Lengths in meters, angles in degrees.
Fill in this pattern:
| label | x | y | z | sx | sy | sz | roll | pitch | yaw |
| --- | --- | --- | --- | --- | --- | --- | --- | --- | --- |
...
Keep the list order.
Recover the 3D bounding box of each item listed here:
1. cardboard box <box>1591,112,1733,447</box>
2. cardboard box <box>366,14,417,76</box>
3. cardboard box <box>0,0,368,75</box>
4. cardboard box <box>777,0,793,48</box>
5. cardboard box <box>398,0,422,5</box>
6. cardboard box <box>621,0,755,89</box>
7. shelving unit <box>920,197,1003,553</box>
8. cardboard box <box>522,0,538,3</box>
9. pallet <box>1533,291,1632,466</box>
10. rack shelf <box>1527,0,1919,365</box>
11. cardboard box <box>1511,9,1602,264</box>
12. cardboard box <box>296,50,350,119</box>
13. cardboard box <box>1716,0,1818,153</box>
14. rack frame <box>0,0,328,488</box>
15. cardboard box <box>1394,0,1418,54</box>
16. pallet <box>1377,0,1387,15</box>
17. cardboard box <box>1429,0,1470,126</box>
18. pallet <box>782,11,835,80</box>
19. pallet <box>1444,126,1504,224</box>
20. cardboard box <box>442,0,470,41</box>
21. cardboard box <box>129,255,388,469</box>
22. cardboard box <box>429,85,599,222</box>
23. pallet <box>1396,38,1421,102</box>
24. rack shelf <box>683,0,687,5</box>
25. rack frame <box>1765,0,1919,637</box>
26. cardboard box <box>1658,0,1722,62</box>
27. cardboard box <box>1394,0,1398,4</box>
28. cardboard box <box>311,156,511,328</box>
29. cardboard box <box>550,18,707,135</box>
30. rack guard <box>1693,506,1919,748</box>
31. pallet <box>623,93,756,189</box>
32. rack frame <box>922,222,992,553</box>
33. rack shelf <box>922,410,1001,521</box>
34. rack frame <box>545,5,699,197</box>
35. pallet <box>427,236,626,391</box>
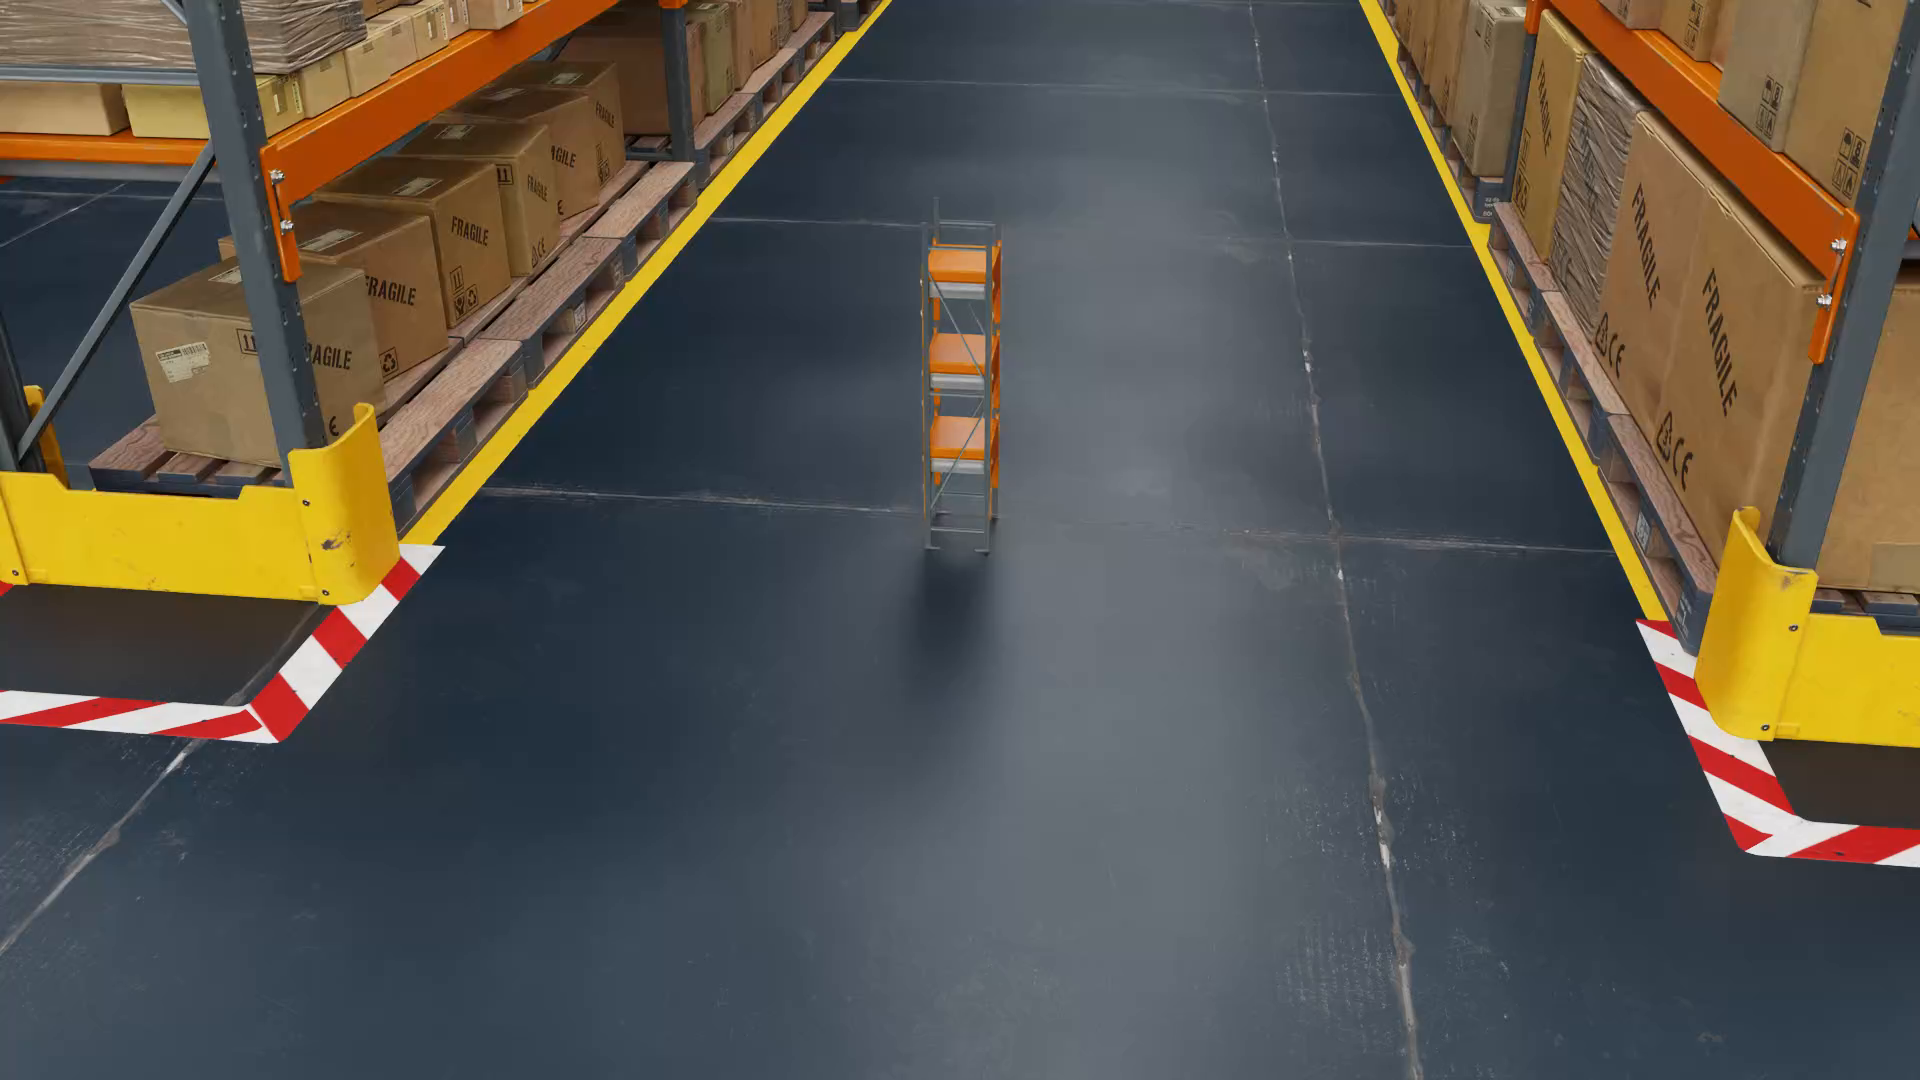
| label | x | y | z | sx | sy | sz | roll | pitch | yaw |
| --- | --- | --- | --- | --- | --- | --- | --- | --- | --- |
| cardboard box | 2.700 | -0.855 | 5.472 | 0.875 | 0.875 | 0.875 | 3 | 28 | 5 |
| cardboard box | -1.957 | -1.566 | 5.259 | 0.380 | 0.149 | 0.250 | 3 | 28 | 6 |
| cardboard box | -2.239 | -1.636 | 4.706 | 0.875 | 0.500 | 0.500 | 3 | 28 | 6 |
| cardboard box | -1.471 | -3.485 | 10.727 | 0.700 | 0.500 | 0.500 | 1 | 28 | 2 |
| cardboard box | -2.193 | -2.112 | 5.588 | 0.875 | 0.500 | 0.500 | 3 | 28 | 6 |
| cardboard box | -1.602 | -2.955 | 9.744 | 0.700 | 0.500 | 0.500 | 1 | 28 | 2 |
| shelving unit | 0.007 | -0.487 | 5.048 | 0.215 | 1.050 | 0.252 | 3 | 28 | 6 |
| cardboard box | -1.776 | -2.153 | 6.348 | 0.380 | 0.149 | 0.250 | 3 | 28 | 6 |
| pallet | 2.749 | -0.594 | 6.131 | 1.003 | 0.211 | 1.213 | 3 | 28 | 6 |
| rack shelf | 2.822 | -1.493 | 5.617 | 1.077 | 0.370 | 4.000 | 3 | 28 | 6 |
| cardboard box | 2.920 | -1.709 | 7.056 | 0.875 | 0.875 | 0.875 | 4 | 29 | 7 |
| cardboard box | -2.012 | -1.330 | 4.822 | 0.380 | 0.149 | 0.250 | 3 | 28 | 6 |
| cardboard box | 2.623 | -1.372 | 4.476 | 0.875 | 0.550 | 0.550 | 3 | 28 | 6 |
| rack frame | -2.334 | -1.204 | 4.322 | 1.000 | 3.000 | 0.127 | 3 | 28 | 6 |
| cardboard box | 3.393 | -3.547 | 10.601 | 1.050 | 0.750 | 0.750 | 3 | 28 | 6 |
| pallet | 3.806 | -4.347 | 13.096 | 1.003 | 0.211 | 1.213 | 3 | 28 | 6 |
| cardboard box | 3.176 | -2.697 | 9.023 | 1.050 | 0.750 | 0.750 | 3 | 28 | 6 |
| pallet | -1.451 | -3.374 | 11.291 | 1.003 | 0.211 | 1.213 | 3 | 28 | 6 |
| pallet | 3.087 | -1.891 | 8.538 | 1.003 | 0.211 | 1.213 | 3 | 28 | 6 |
| cardboard box | -1.915 | -1.803 | 5.698 | 0.380 | 0.149 | 0.250 | 3 | 28 | 6 |
| cardboard box | -2.240 | -0.582 | 5.360 | 0.500 | 0.500 | 0.500 | 9 | 30 | 16 |
| cardboard box | -1.995 | -1.715 | 7.464 | 0.500 | 0.500 | 0.500 | 13 | 31 | 22 |
| pallet | 3.385 | -3.040 | 10.670 | 1.003 | 0.211 | 1.213 | 3 | 28 | 6 |
| rack shelf | -1.598 | -3.712 | 9.735 | 1.077 | 0.370 | 4.000 | 3 | 28 | 6 |
| rack frame | 2.577 | -0.868 | 3.699 | 1.000 | 3.000 | 0.127 | 3 | 28 | 6 |
| cardboard box | 2.840 | -1.880 | 5.419 | 0.875 | 0.550 | 0.500 | 3 | 28 | 6 |
| cardboard box | 3.378 | -4.043 | 11.785 | 0.500 | 0.500 | 0.500 | 3 | 28 | 6 |
| cardboard box | -2.106 | -1.158 | 6.430 | 0.500 | 0.500 | 0.500 | 6 | 29 | 11 |
| cardboard box | -1.747 | -2.468 | 8.840 | 0.700 | 0.500 | 0.500 | 1 | 28 | 2 |
| rack guard | 2.574 | 0.243 | 4.271 | 1.175 | 0.500 | 0.348 | 3 | 28 | 6 |
| pallet | -1.750 | -2.226 | 9.159 | 1.003 | 0.211 | 1.213 | 3 | 28 | 6 |
| rack frame | -0.008 | -0.430 | 4.941 | 0.200 | 1.050 | 0.008 | 3 | 28 | 6 |
| rack shelf | 0.007 | -0.233 | 5.185 | 0.215 | 0.259 | 0.240 | 3 | 28 | 6 |
| rack frame | -1.843 | -3.087 | 7.817 | 1.000 | 3.000 | 0.127 | 3 | 28 | 6 |
| pallet | -2.038 | -0.965 | 6.819 | 1.003 | 0.211 | 1.213 | 3 | 28 | 6 |
